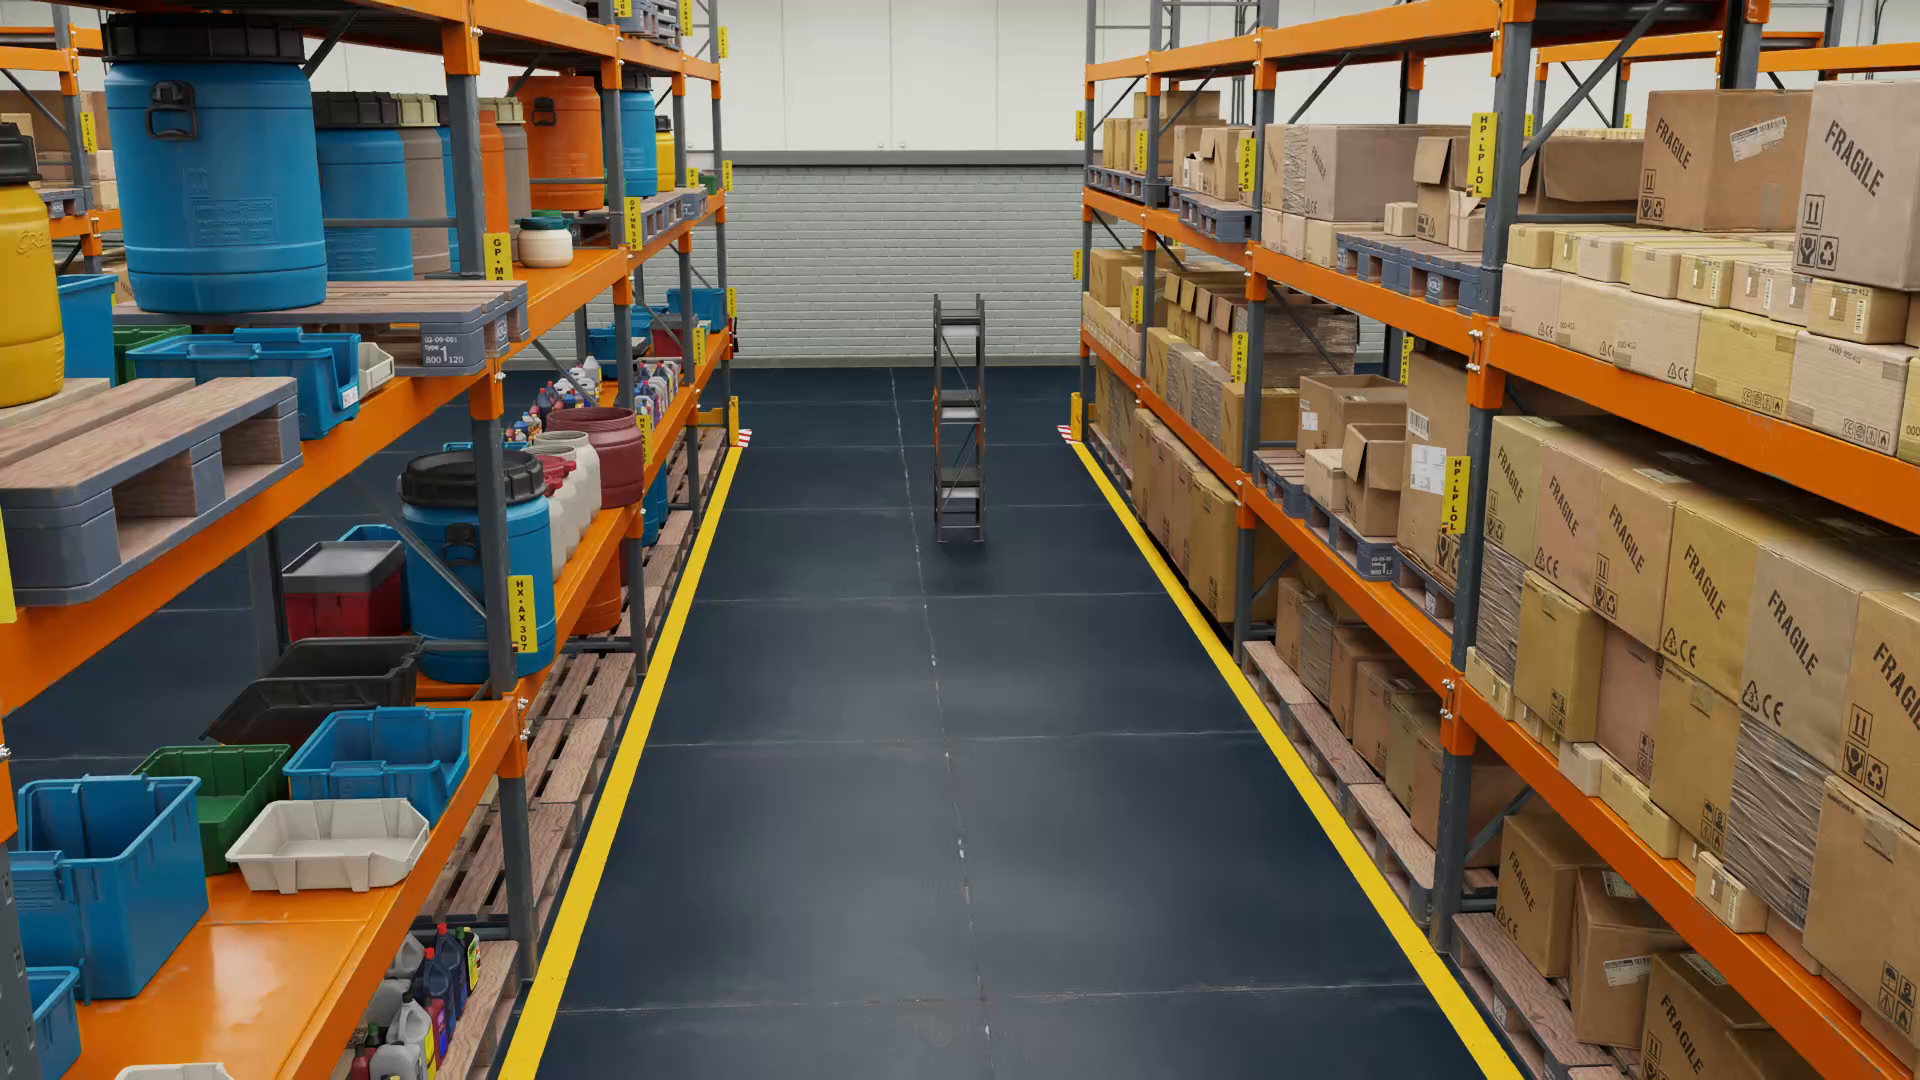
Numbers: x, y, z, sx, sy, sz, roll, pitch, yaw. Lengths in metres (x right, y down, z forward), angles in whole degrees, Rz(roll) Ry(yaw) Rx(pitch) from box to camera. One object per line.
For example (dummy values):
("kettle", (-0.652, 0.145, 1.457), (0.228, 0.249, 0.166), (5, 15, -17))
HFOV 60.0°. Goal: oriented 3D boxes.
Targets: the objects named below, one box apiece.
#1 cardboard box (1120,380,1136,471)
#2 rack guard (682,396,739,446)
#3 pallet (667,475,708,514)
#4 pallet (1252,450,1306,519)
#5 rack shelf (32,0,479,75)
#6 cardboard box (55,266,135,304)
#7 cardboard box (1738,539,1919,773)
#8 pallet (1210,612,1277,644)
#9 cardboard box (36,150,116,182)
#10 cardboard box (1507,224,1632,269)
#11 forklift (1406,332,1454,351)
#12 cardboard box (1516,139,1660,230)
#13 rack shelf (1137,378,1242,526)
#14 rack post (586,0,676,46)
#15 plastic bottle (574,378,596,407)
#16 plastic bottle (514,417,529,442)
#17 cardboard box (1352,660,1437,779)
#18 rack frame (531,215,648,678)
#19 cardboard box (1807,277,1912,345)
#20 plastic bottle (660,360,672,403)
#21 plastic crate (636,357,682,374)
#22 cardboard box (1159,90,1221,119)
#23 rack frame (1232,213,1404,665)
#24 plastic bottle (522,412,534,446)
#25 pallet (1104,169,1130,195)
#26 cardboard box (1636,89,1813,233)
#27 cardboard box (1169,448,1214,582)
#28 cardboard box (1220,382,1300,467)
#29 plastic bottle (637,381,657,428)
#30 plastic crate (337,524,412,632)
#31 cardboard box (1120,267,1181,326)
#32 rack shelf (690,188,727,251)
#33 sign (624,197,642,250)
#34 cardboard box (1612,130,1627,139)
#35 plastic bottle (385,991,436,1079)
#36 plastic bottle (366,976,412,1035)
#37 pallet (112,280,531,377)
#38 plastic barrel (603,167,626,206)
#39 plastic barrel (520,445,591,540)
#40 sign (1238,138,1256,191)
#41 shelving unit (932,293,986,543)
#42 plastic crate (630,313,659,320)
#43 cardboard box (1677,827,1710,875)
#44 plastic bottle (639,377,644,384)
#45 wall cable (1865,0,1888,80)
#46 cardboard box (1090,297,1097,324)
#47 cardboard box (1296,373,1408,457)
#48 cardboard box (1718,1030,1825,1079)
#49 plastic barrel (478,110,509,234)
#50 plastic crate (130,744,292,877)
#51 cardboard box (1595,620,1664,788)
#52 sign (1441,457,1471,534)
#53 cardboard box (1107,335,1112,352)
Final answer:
("cardboard box", (2.099, -1.187, 16.542), (0.875, 0.875, 0.875), (-1, 14, -3))
("rack guard", (-3.090, -1.337, 18.720), (1.175, 0.500, 0.348), (-1, 14, -3))
("pallet", (-2.912, -0.379, 15.575), (1.003, 0.211, 1.213), (-1, 14, -3))
("pallet", (2.514, -0.360, 10.292), (1.213, 0.211, 1.003), (-1, 14, -3))
("rack shelf", (-2.208, -1.423, 4.245), (1.077, 0.370, 4.000), (-1, 14, -3))
("cardboard box", (-7.520, -2.126, 14.561), (0.500, 0.500, 0.500), (-1, 14, -2))
("cardboard box", (2.513, 0.303, 4.526), (0.500, 0.500, 0.500), (-1, 14, -3))
("pallet", (2.390, 0.525, 12.064), (1.003, 0.211, 1.213), (-1, 14, -3))
("cardboard box", (-7.554, -3.218, 14.293), (0.500, 0.250, 0.500), (-1, 14, -3))
("cardboard box", (2.324, -1.121, 6.346), (0.380, 0.149, 0.250), (-1, 14, -5))
("forklift", (4.803, -1.613, 14.914), (1.130, 2.935, 3.031), (-9, 17, -31))
("cardboard box", (2.681, -1.458, 7.105), (0.797, 0.503, 0.637), (-2, 15, -6))
("rack shelf", (2.240, -0.778, 12.973), (1.077, 0.370, 4.000), (-1, 14, -3))
("rack post", (-2.575, -3.709, 11.885), (0.937, 0.300, 0.954), (1, 14, 3))
("plastic bottle", (-2.970, -1.138, 13.179), (0.152, 0.276, 0.135), (-1, 14, -3))
("plastic bottle", (-3.046, -0.719, 11.558), (0.097, 0.271, 0.097), (0, 14, 0))
("cardboard box", (2.549, 0.953, 8.938), (0.700, 0.500, 0.500), (-2, 15, -8))
("rack frame", (-2.580, -0.552, 10.653), (1.000, 3.000, 0.127), (-1, 14, -3))
("cardboard box", (2.457, -0.600, 4.320), (0.380, 0.149, 0.250), (-2, 15, -6))
("plastic bottle", (-2.444, -1.300, 13.657), (0.144, 0.351, 0.185), (-1, 14, -3))
("plastic crate", (-2.714, -1.566, 15.003), (0.396, 0.136, 0.243), (-1, 14, -3))
("cardboard box", (2.064, -3.974, 15.182), (0.500, 0.250, 0.500), (-2, 15, -7))
("rack frame", (2.364, -0.629, 10.950), (1.000, 3.000, 0.127), (-1, 14, -3))
("plastic bottle", (-3.058, -0.767, 11.746), (0.097, 0.271, 0.097), (0, 14, 0))
("pallet", (2.003, -3.540, 16.422), (1.003, 0.211, 1.213), (-1, 14, -3))
("cardboard box", (2.894, -1.413, 6.179), (0.500, 0.500, 0.500), (-1, 14, -5))
("cardboard box", (2.294, -0.197, 12.693), (1.225, 0.875, 0.875), (-1, 14, -3))
("cardboard box", (2.086, -0.796, 11.400), (0.500, 0.500, 0.500), (0, 14, -2))
("plastic bottle", (-2.376, -1.026, 12.592), (0.144, 0.351, 0.185), (-1, 14, -3))
("plastic crate", (-2.711, 0.181, 7.836), (0.392, 0.384, 0.575), (-1, 14, -3))
("cardboard box", (1.793, -2.293, 15.618), (0.500, 0.500, 0.500), (-1, 14, -3))
("rack shelf", (-2.952, -3.149, 16.168), (1.077, 0.370, 4.000), (-1, 14, -3))
("sign", (-2.031, -1.964, 10.332), (0.100, 0.325, 0.005), (-1, 14, -3))
("cardboard box", (6.638, -3.948, 16.328), (0.380, 0.149, 0.250), (-1, 14, -4))
("plastic bottle", (-1.973, 1.796, 5.959), (0.144, 0.351, 0.185), (-1, 14, -4))
("plastic bottle", (-2.139, 1.761, 6.247), (0.152, 0.276, 0.135), (-1, 14, -3))
("pallet", (-2.190, -0.741, 5.745), (1.213, 0.211, 1.003), (-1, 14, -3))
("plastic barrel", (-2.416, -2.400, 11.284), (0.294, 0.245, 0.294), (0, 14, 0))
("plastic barrel", (-2.277, -0.249, 9.250), (0.421, 0.512, 0.421), (0, 14, 0))
("sign", (1.809, -2.364, 10.477), (0.100, 0.325, 0.005), (-1, 14, -3))
("shelving unit", (-0.010, -1.058, 14.425), (0.431, 2.100, 0.503), (-1, 14, -3))
("plastic crate", (-3.348, -2.260, 17.504), (0.416, 0.233, 0.300), (-1, 14, -3))
("cardboard box", (2.492, 0.980, 5.201), (0.380, 0.149, 0.250), (-1, 14, -3))
("plastic bottle", (-2.550, -1.169, 13.308), (0.097, 0.271, 0.097), (0, 14, 0))
("wall cable", (14.659, -7.150, 24.180), (2.988, 3.039, 0.133), (-1, 14, -3))
("cardboard box", (1.667, -2.437, 17.682), (0.500, 0.250, 0.500), (-1, 14, -4))
("cardboard box", (2.437, -0.747, 10.366), (0.500, 0.500, 0.500), (-3, 15, -10))
("cardboard box", (2.746, 1.908, 5.263), (0.500, 0.500, 0.500), (0, 14, 2))
("plastic barrel", (-2.705, -1.843, 8.787), (0.600, 0.830, 0.708), (-1, 14, -3))
("plastic crate", (-2.530, 0.887, 5.484), (0.450, 0.188, 0.662), (-1, 14, -3))
("cardboard box", (2.705, 0.534, 5.633), (0.875, 0.500, 0.500), (-1, 14, -3))
("sign", (2.058, -0.185, 6.903), (0.100, 0.325, 0.005), (-1, 14, -3))
("cardboard box", (1.675, -1.956, 16.611), (0.380, 0.149, 0.250), (-1, 14, -3))
